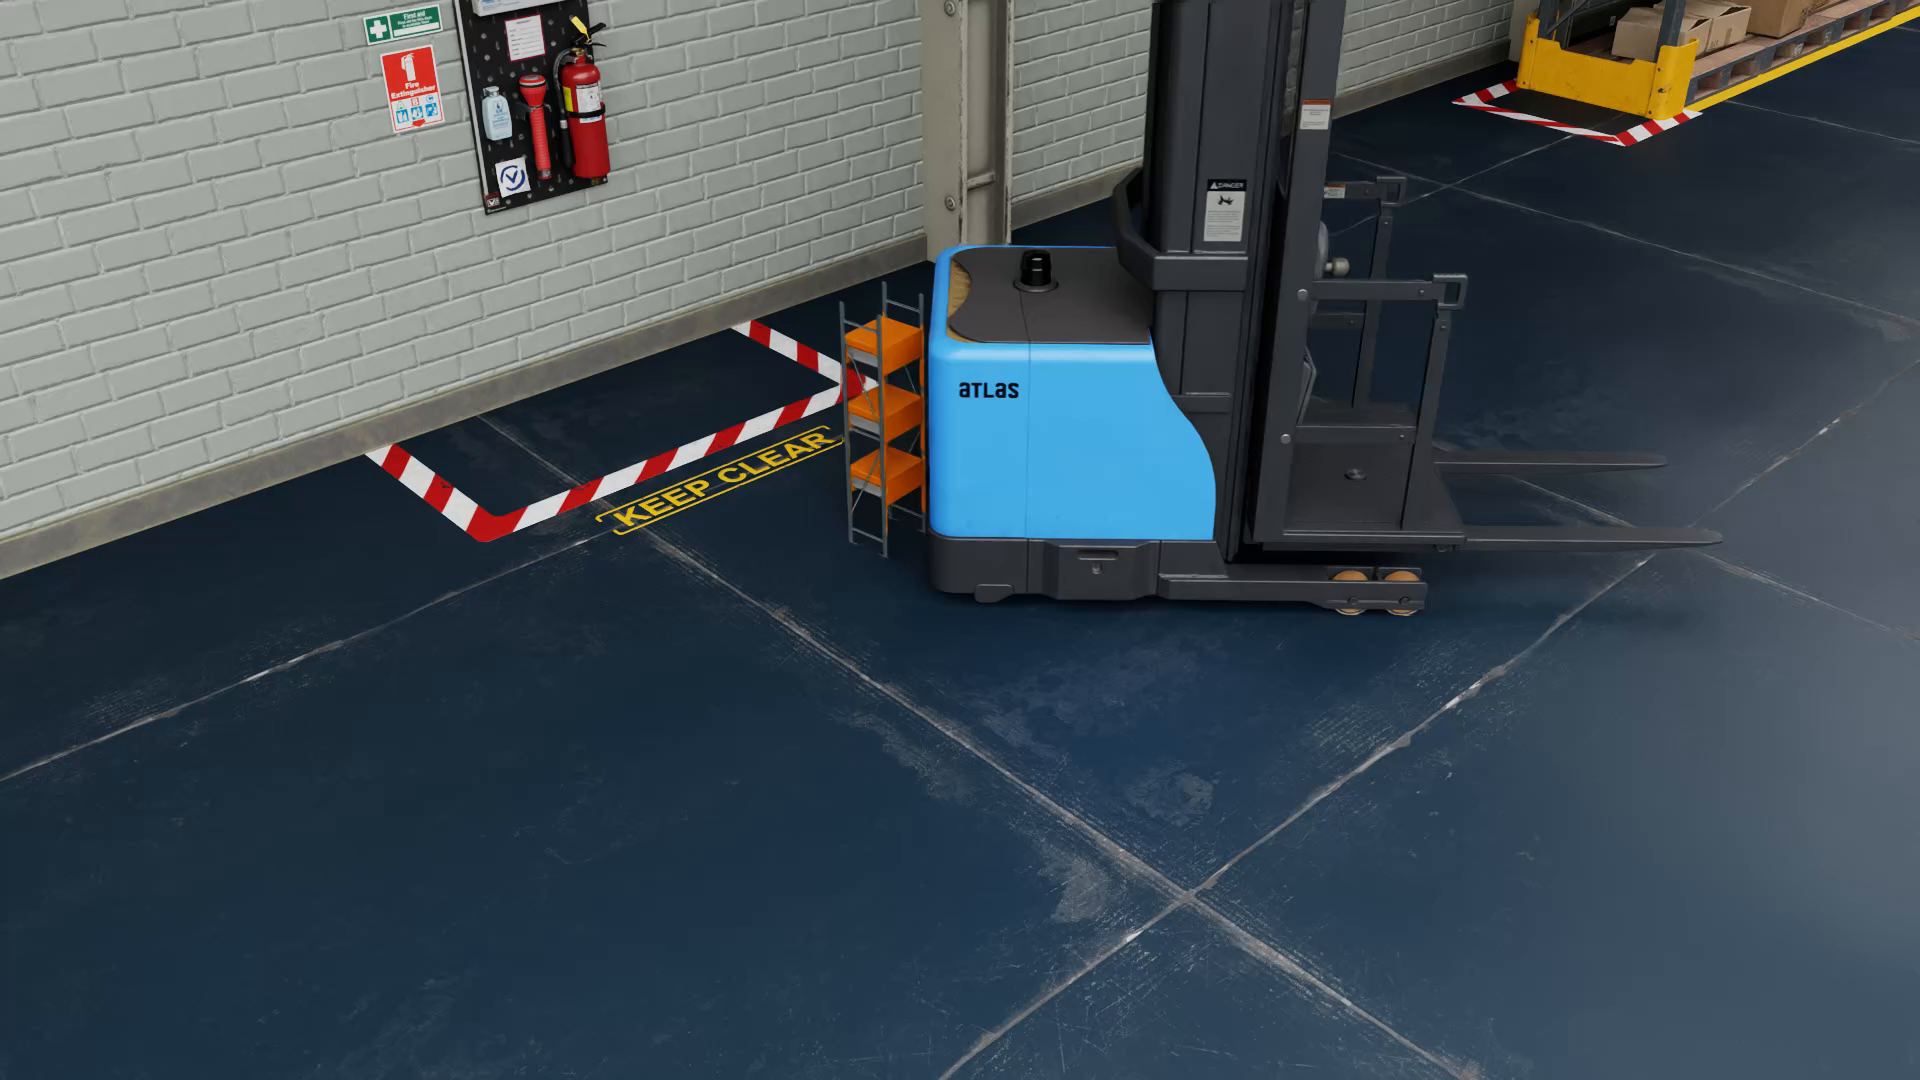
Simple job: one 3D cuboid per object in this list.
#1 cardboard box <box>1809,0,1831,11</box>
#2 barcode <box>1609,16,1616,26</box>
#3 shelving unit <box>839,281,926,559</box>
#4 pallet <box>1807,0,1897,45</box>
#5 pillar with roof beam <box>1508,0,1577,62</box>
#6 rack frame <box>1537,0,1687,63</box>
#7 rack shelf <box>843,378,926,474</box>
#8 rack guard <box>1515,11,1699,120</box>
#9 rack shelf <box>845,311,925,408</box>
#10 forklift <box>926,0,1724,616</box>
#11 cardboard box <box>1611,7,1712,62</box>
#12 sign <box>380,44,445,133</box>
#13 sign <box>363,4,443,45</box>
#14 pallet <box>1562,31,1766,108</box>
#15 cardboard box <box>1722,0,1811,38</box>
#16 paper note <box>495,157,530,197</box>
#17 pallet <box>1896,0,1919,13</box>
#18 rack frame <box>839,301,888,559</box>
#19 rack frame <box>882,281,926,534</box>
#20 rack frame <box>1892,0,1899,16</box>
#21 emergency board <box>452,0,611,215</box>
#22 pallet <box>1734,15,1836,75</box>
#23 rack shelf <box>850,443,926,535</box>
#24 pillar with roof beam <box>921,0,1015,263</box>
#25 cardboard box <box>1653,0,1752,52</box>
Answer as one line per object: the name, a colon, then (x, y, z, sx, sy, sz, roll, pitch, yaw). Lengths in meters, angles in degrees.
cardboard box: (6.716, -4.581, 13.341, 0.500, 0.500, 0.500, 26, 40, 35)
barcode: (4.827, -3.840, 12.301, 0.075, 0.075, 0.001, -26, 40, -35)
shelving unit: (-0.293, -0.457, 6.491, 0.215, 1.050, 0.252, 22, 38, 32)
pallet: (6.982, -4.402, 13.747, 1.213, 0.211, 1.003, -26, 40, -35)
pillar with roof beam: (7.369, -5.917, 7.800, 0.400, 9.000, 9.100, -26, 40, -35)
rack frame: (4.517, -4.425, 11.111, 0.127, 3.000, 1.000, -26, 40, -35)
rack shelf: (-0.293, -0.448, 6.496, 0.215, 0.259, 0.240, 22, 38, 32)
rack guard: (4.573, -3.385, 11.807, 0.348, 0.500, 1.175, -26, 40, -35)
rack shelf: (-0.293, -0.690, 6.348, 0.215, 0.259, 0.240, 22, 38, 32)
forklift: (1.397, -1.246, 5.978, 3.031, 2.935, 1.130, 1, 31, 1)
cardboard box: (5.086, -3.676, 12.042, 0.500, 0.311, 0.500, 24, 39, 34)
sign: (-2.271, -1.872, 6.902, 0.234, 0.329, 0.001, -26, 40, -35)
sign: (-2.262, -2.097, 6.761, 0.331, 0.109, 0.001, -26, 40, -35)
pallet: (5.193, -3.537, 12.331, 1.213, 0.211, 1.003, -26, 40, -35)
cardboard box: (6.076, -4.200, 12.718, 0.700, 0.500, 0.500, 26, 40, 36)
paper note: (-1.972, -1.602, 7.338, 0.142, 0.148, 0.016, -26, 40, -35)
pallet: (8.020, -4.931, 14.611, 1.213, 0.211, 1.003, -26, 40, -35)
rack frame: (-0.369, -0.407, 6.409, 0.200, 1.050, 0.008, 22, 38, 32)
rack frame: (-0.217, -0.507, 6.572, 0.200, 1.050, 0.008, 22, 38, 32)
rack frame: (7.450, -5.844, 13.431, 0.127, 3.000, 1.000, -26, 40, -35)
emergency board: (-1.795, -2.014, 7.168, 0.643, 1.169, 0.194, -26, 40, -35)
pallet: (6.087, -3.967, 13.036, 1.213, 0.211, 1.003, -26, 40, -35)
rack shelf: (-0.293, -0.211, 6.641, 0.215, 0.259, 0.240, 22, 38, 32)
pillar with roof beam: (2.970, -3.788, 4.319, 0.400, 9.000, 9.100, -26, 40, -35)
cardboard box: (5.504, -3.879, 12.373, 0.500, 0.311, 0.500, -22, 38, -32)
